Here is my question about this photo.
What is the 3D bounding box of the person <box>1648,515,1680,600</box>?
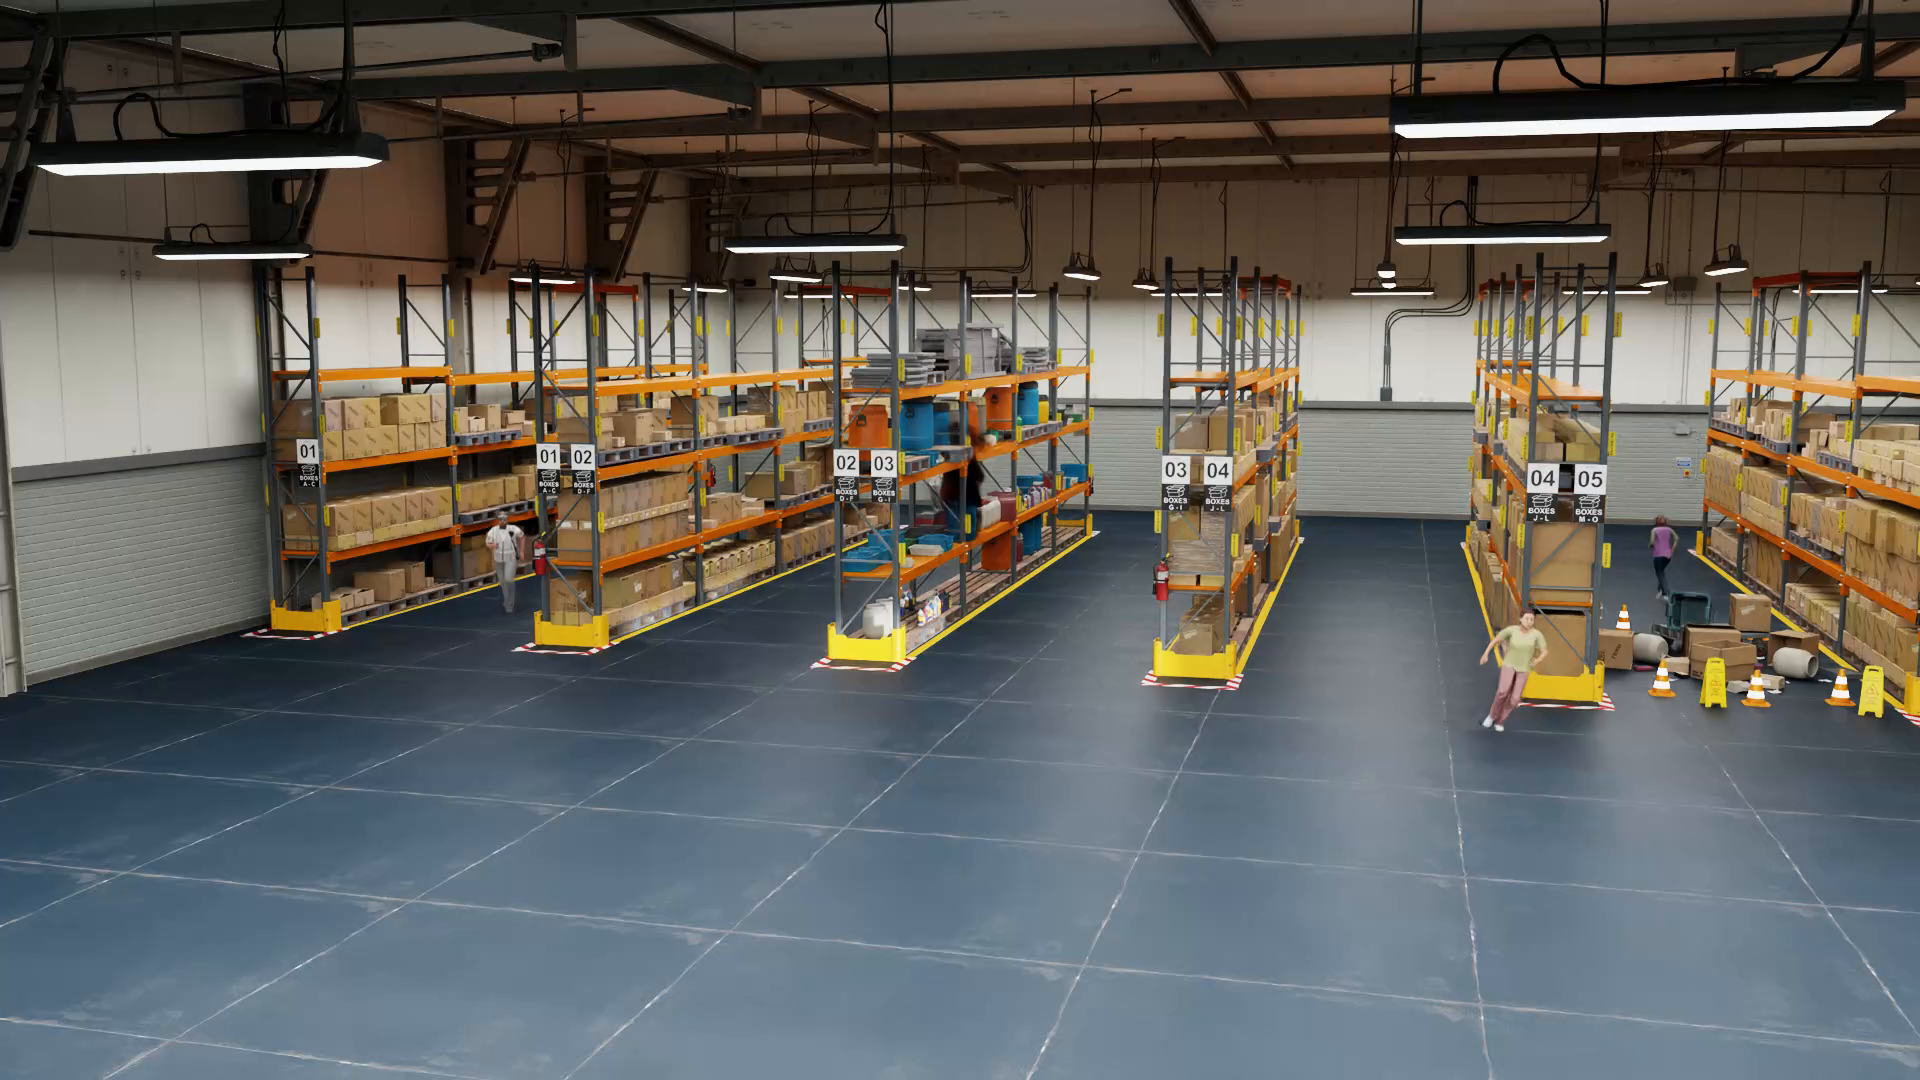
[{"bbox_3d":[12.969,0.338,30.704,0.483,1.594,0.752,-1,7,-5],"label":"person"}]

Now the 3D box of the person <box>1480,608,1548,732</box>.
[{"bbox_3d":[6.912,1.628,20.677,0.753,1.584,0.603,1,7,4],"label":"person"}]

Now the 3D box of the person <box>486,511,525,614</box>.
[{"bbox_3d":[-8.085,0.394,29.556,0.608,1.833,0.876,0,7,3],"label":"person"}]

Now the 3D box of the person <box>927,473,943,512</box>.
[{"bbox_3d":[-0.718,-1.449,44.334,0.621,1.675,0.925,-2,7,-12],"label":"person"}]
